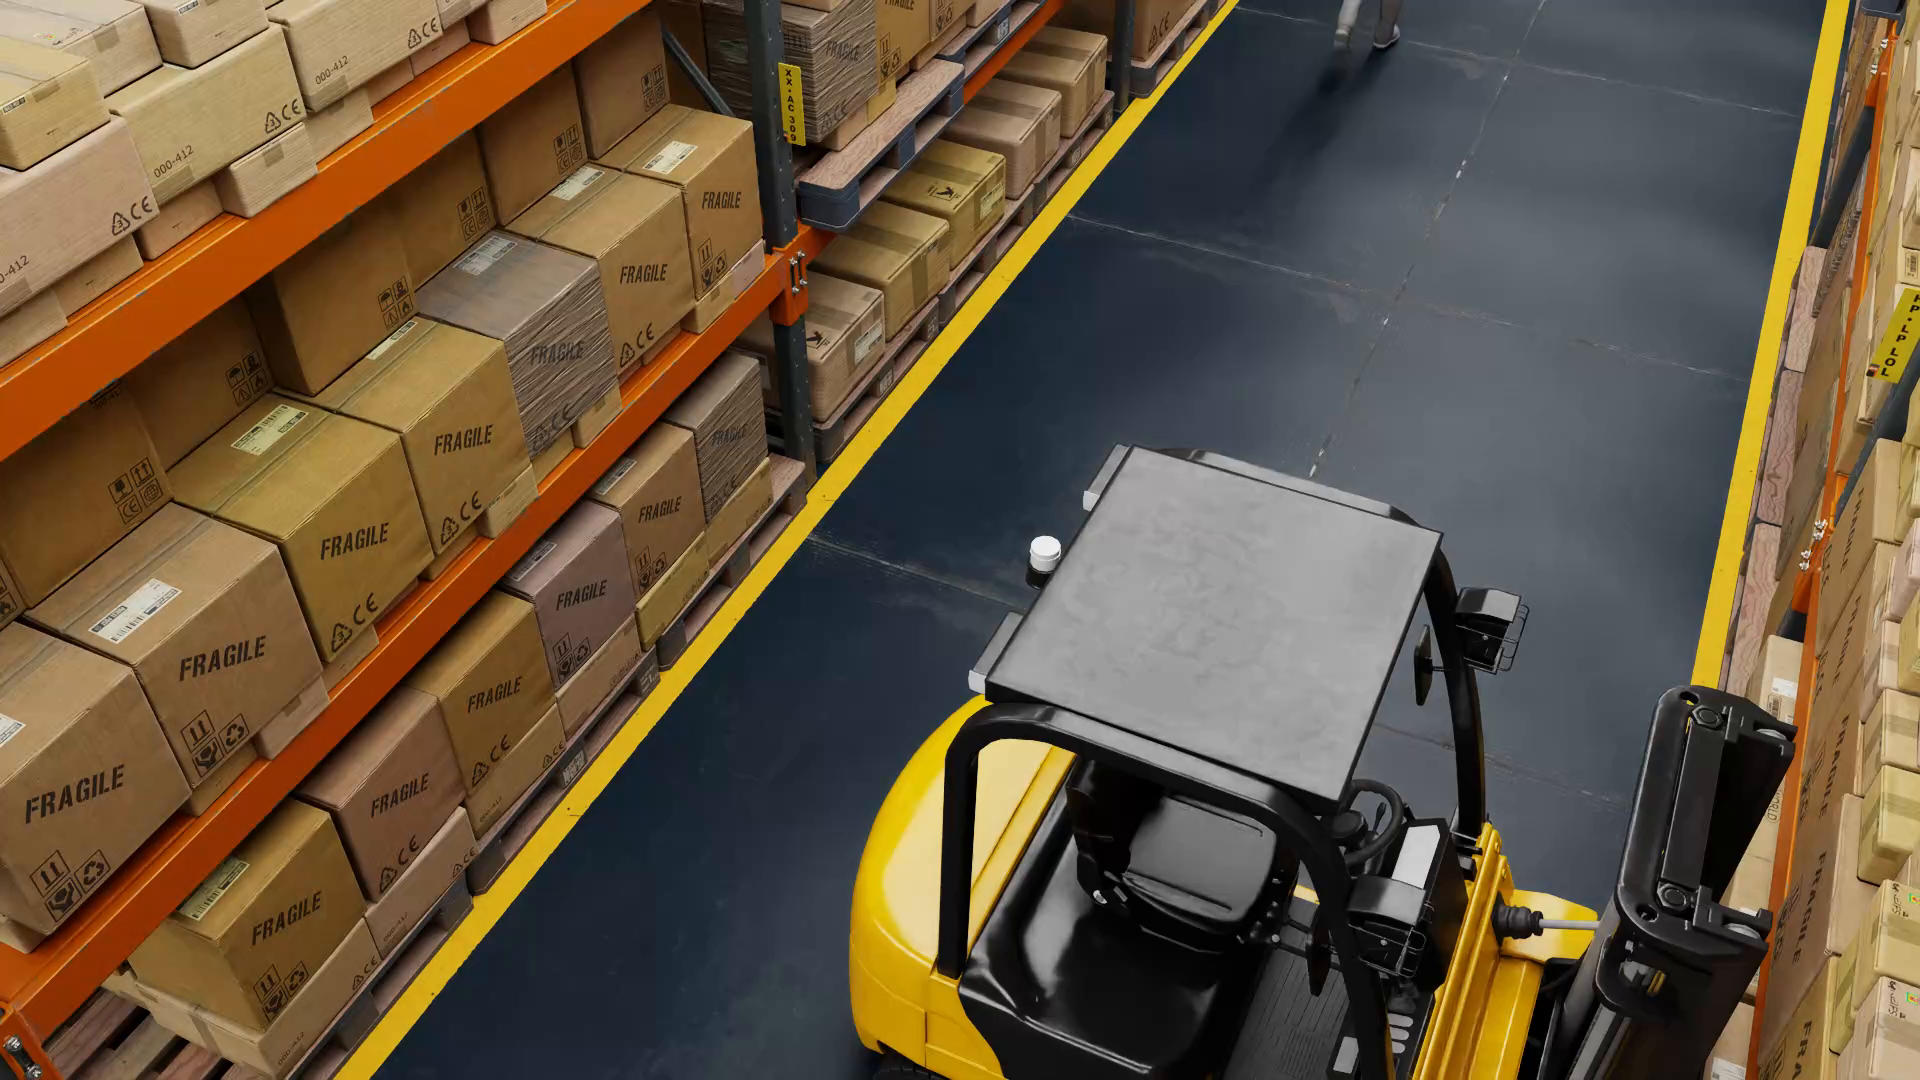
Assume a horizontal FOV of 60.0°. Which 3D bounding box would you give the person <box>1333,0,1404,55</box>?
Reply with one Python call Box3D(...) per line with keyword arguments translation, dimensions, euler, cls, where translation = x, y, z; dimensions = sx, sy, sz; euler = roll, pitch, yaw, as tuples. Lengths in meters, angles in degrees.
Box3D(translation=(2.664, -3.812, 10.320), dimensions=(0.460, 1.663, 0.709), euler=(19, 45, 19), cls="person")
